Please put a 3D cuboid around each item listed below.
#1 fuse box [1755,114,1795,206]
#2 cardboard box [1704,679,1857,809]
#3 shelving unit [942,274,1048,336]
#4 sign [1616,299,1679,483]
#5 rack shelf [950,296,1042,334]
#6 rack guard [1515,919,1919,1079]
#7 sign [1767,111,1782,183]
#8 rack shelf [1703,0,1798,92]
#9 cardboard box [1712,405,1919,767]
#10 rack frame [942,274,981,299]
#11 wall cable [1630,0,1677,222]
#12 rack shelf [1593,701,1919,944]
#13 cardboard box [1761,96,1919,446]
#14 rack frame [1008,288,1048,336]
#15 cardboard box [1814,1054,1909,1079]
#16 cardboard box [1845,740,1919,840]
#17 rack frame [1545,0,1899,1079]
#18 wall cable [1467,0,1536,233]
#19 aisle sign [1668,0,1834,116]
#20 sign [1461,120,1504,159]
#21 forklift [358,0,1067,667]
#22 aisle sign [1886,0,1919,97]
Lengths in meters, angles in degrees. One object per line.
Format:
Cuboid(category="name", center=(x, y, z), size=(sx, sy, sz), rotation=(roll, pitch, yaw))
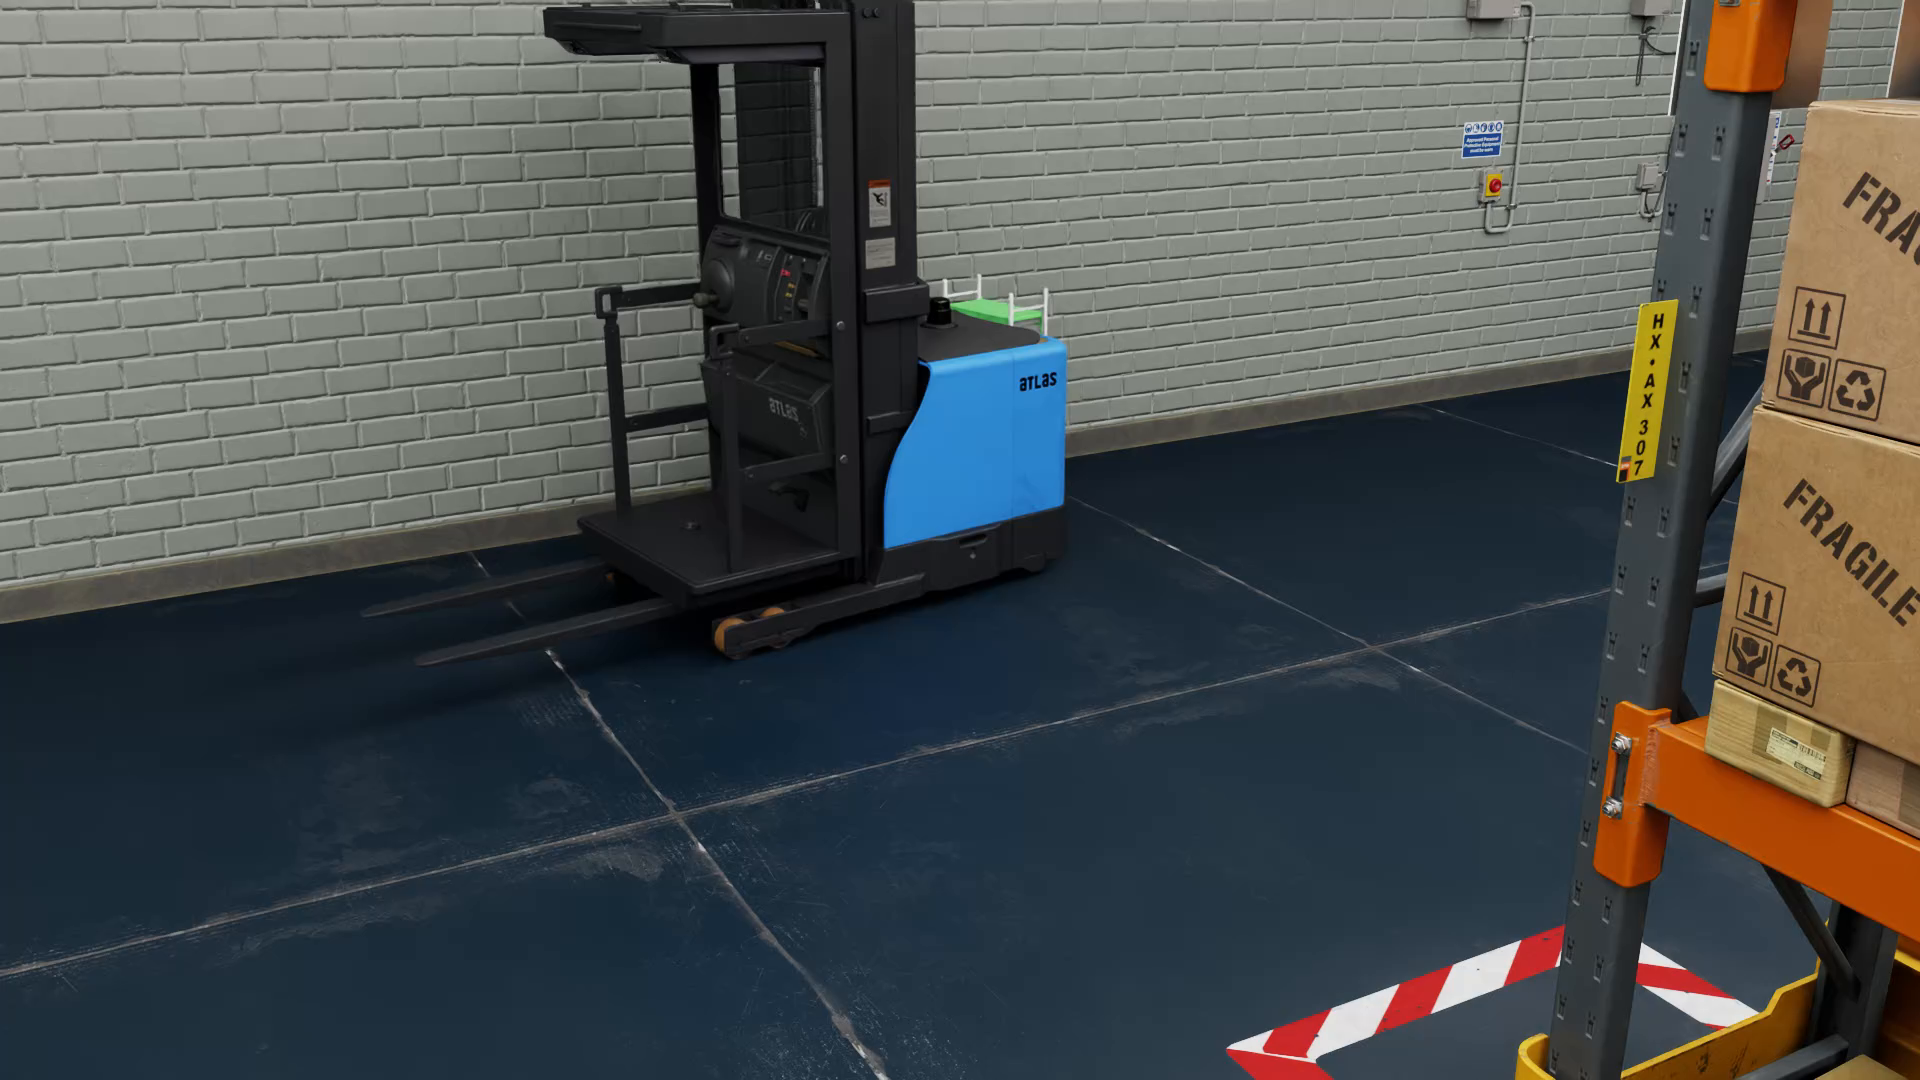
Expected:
Cuboid(category="fuse box", center=(5.235, -2.024, 11.374), size=(0.539, 1.711, 0.414), rotation=(-10, 21, -27))
Cuboid(category="cardboard box", center=(1.573, 0.324, 2.980), size=(0.380, 0.149, 0.250), rotation=(-10, 21, -27))
Cuboid(category="shelving unit", center=(0.167, -0.673, 8.243), size=(0.258, 1.200, 0.503), rotation=(-15, 24, -37))
Cuboid(category="sign", center=(1.230, -0.264, 2.971), size=(0.100, 0.325, 0.005), rotation=(-10, 21, -27))
Cuboid(category="rack shelf", center=(0.167, -1.067, 8.108), size=(0.258, 0.148, 0.480), rotation=(-15, 24, -37))
Cuboid(category="rack guard", center=(1.743, 1.264, 3.700), size=(1.175, 0.500, 0.348), rotation=(-10, 21, -27))
Cuboid(category="sign", center=(5.572, -2.724, 11.574), size=(0.329, 0.494, 0.001), rotation=(-10, 21, -27))
Cuboid(category="rack shelf", center=(2.657, -0.443, 1.320), size=(1.077, 0.370, 4.000), rotation=(-10, 21, -27))
Cuboid(category="cardboard box", center=(1.677, 0.045, 2.794), size=(0.500, 0.500, 0.500), rotation=(-9, 21, -24))
Cuboid(category="rack frame", center=(0.010, -0.734, 8.420), size=(0.240, 1.200, 0.015), rotation=(-15, 24, -37))
Cuboid(category="wall cable", center=(4.560, -3.053, 10.823), size=(0.588, 1.984, 0.122), rotation=(-10, 21, -27))
Cuboid(category="rack shelf", center=(2.657, 0.975, 1.809), size=(1.077, 0.370, 4.000), rotation=(-10, 21, -27))
Cuboid(category="cardboard box", center=(1.687, -0.430, 2.635), size=(0.500, 0.500, 0.500), rotation=(-10, 21, -27))
Cuboid(category="rack frame", center=(0.324, -0.612, 8.067), size=(0.240, 1.200, 0.015), rotation=(-15, 24, -37))
Cuboid(category="cardboard box", center=(1.657, 1.132, 3.067), size=(0.380, 0.149, 0.250), rotation=(-11, 22, -29))
Cuboid(category="cardboard box", center=(1.730, 0.390, 2.787), size=(0.380, 0.149, 0.250), rotation=(-9, 21, -25))
Cuboid(category="rack frame", center=(1.704, 0.062, 3.354), size=(0.949, 2.616, 0.053), rotation=(-10, 21, -27))
Cuboid(category="wall cable", center=(3.318, -2.845, 10.172), size=(0.585, 1.953, 0.123), rotation=(-10, 21, -27))
Cuboid(category="aisle sign", center=(1.409, -1.142, 2.858), size=(0.394, 0.787, 0.004), rotation=(-10, 21, -27))
Cuboid(category="sign", center=(3.246, -2.488, 10.328), size=(0.327, 0.218, 0.001), rotation=(-10, 21, -27))
Cuboid(category="forklift", center=(-0.986, -1.097, 6.817), size=(3.031, 2.935, 1.130), rotation=(-14, 23, -35))
Cuboid(category="aisle sign", center=(1.937, -1.235, 3.127), size=(0.394, 0.787, 0.004), rotation=(-10, 21, -27))
